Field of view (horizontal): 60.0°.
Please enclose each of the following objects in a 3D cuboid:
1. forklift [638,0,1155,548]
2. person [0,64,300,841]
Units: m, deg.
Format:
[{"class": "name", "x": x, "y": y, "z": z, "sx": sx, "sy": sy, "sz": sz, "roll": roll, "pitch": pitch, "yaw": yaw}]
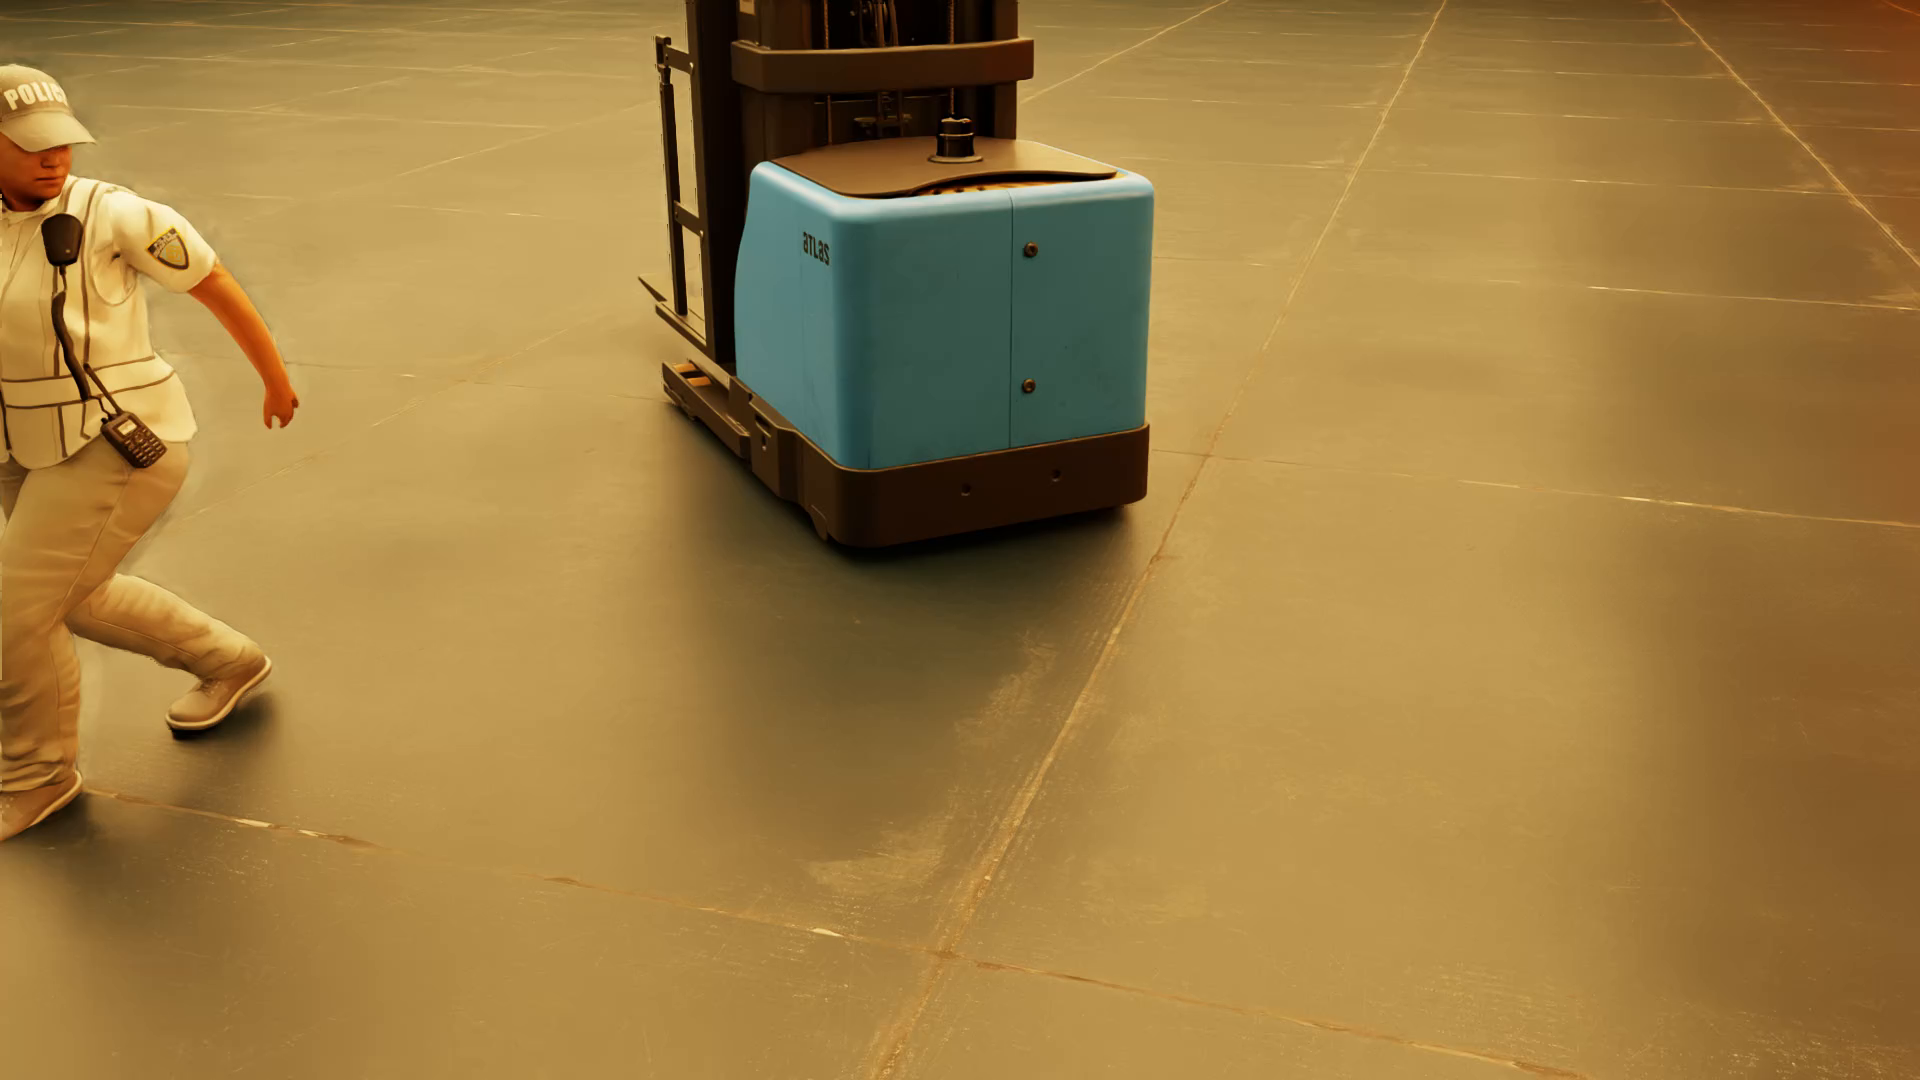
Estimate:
[{"class": "forklift", "x": -0.484, "y": -1.859, "z": 5.782, "sx": 1.130, "sy": 2.935, "sz": 3.031, "roll": -10, "pitch": 24, "yaw": -23}, {"class": "person", "x": -1.913, "y": -0.197, "z": 3.587, "sx": 0.504, "sy": 1.603, "sz": 0.888, "roll": 12, "pitch": 25, "yaw": 27}]
